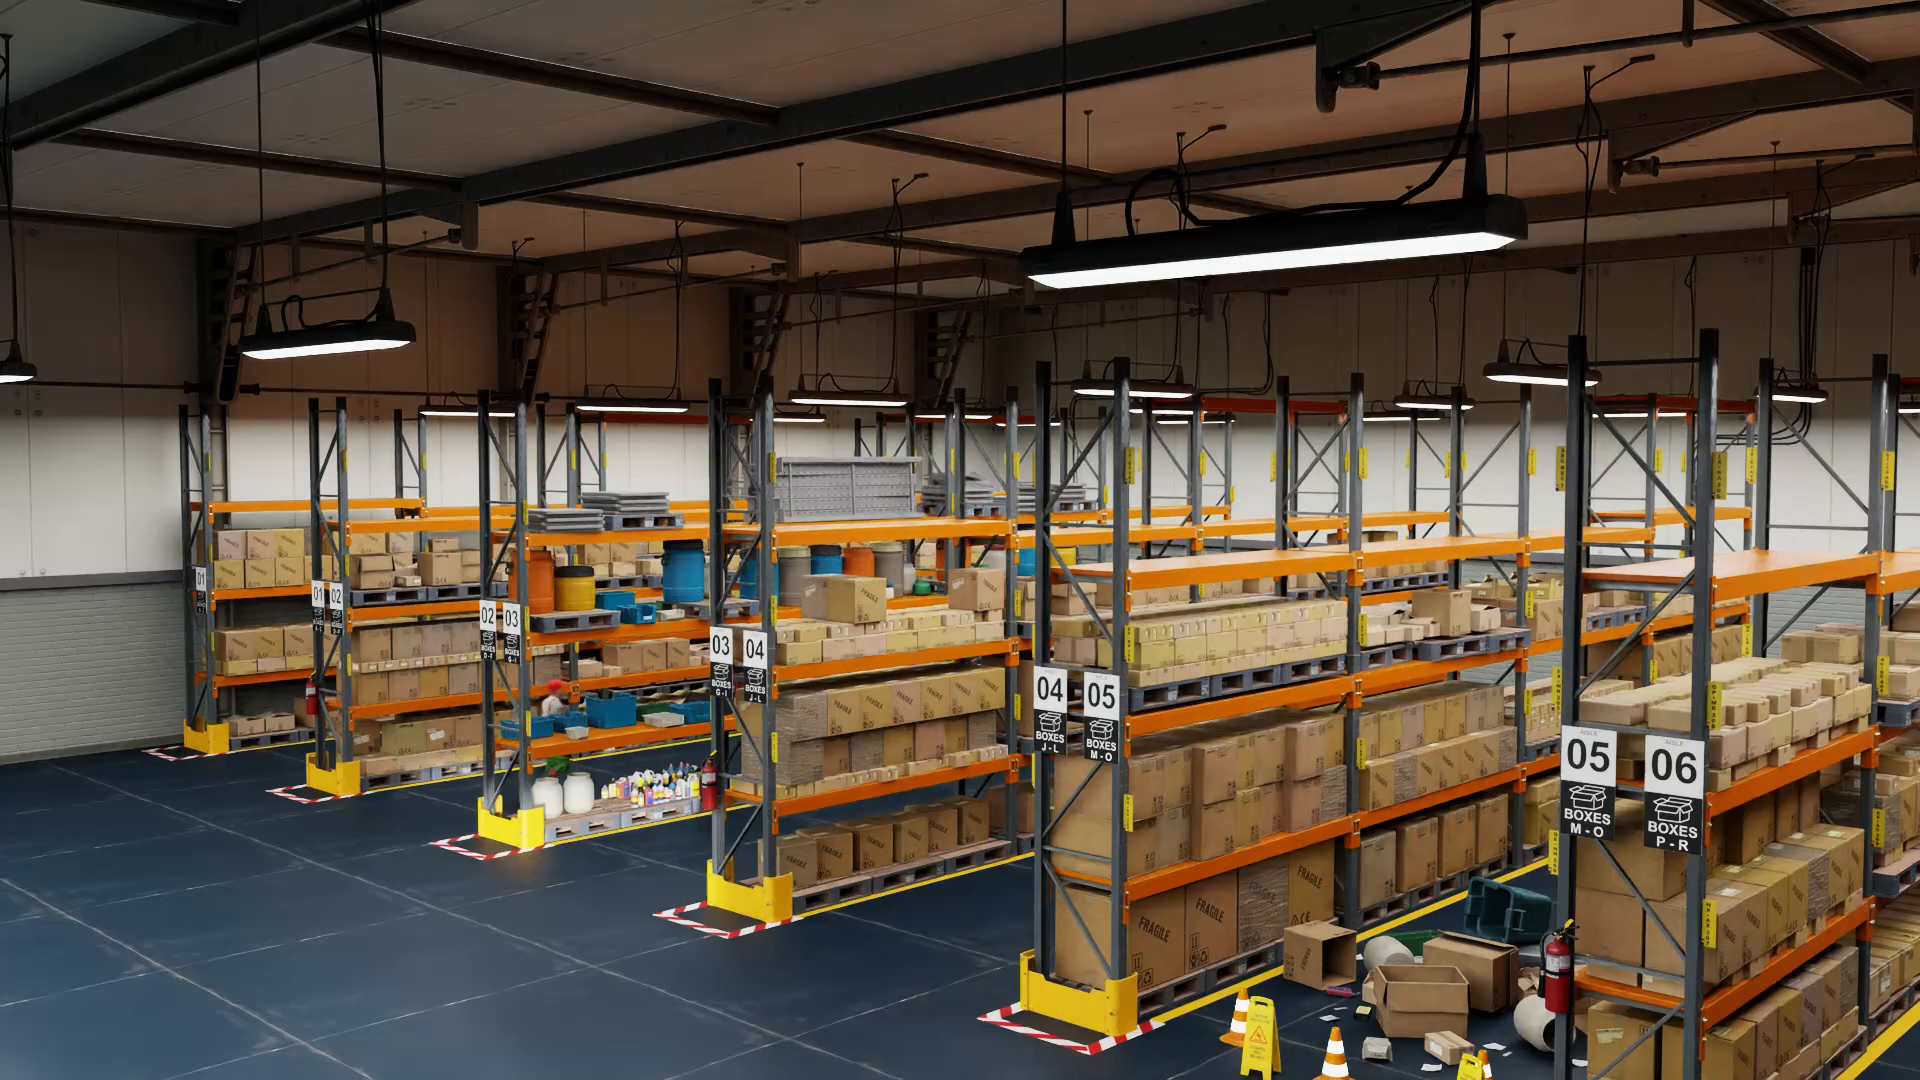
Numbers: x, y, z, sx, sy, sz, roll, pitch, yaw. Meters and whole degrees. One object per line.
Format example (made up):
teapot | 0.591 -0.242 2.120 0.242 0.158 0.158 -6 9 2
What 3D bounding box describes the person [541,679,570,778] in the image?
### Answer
person | -6.094 2.967 24.732 0.511 1.781 0.586 -2 4 -36
